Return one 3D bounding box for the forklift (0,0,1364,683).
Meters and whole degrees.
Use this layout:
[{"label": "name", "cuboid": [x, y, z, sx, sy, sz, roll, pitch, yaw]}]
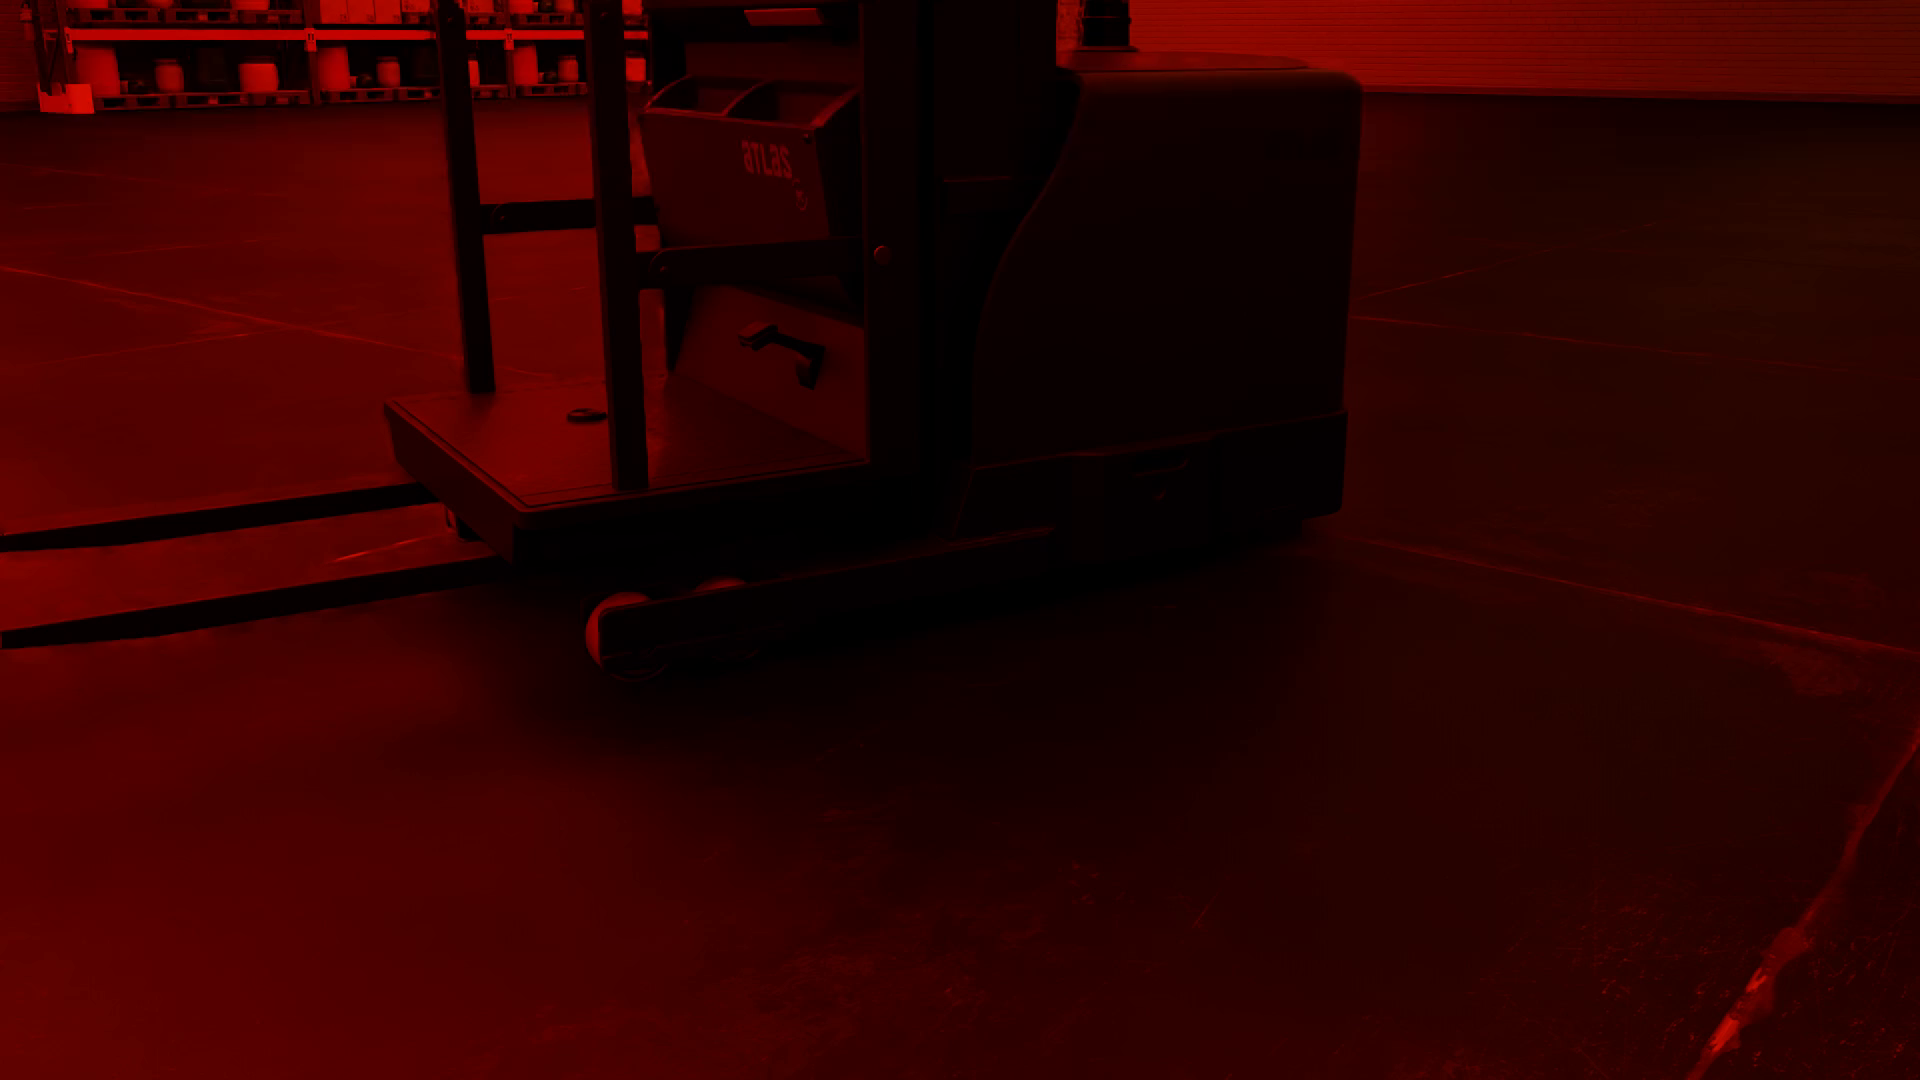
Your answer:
[{"label": "forklift", "cuboid": [-0.621, -1.314, 3.224, 3.031, 2.935, 1.130, -10, 19, -29]}]
